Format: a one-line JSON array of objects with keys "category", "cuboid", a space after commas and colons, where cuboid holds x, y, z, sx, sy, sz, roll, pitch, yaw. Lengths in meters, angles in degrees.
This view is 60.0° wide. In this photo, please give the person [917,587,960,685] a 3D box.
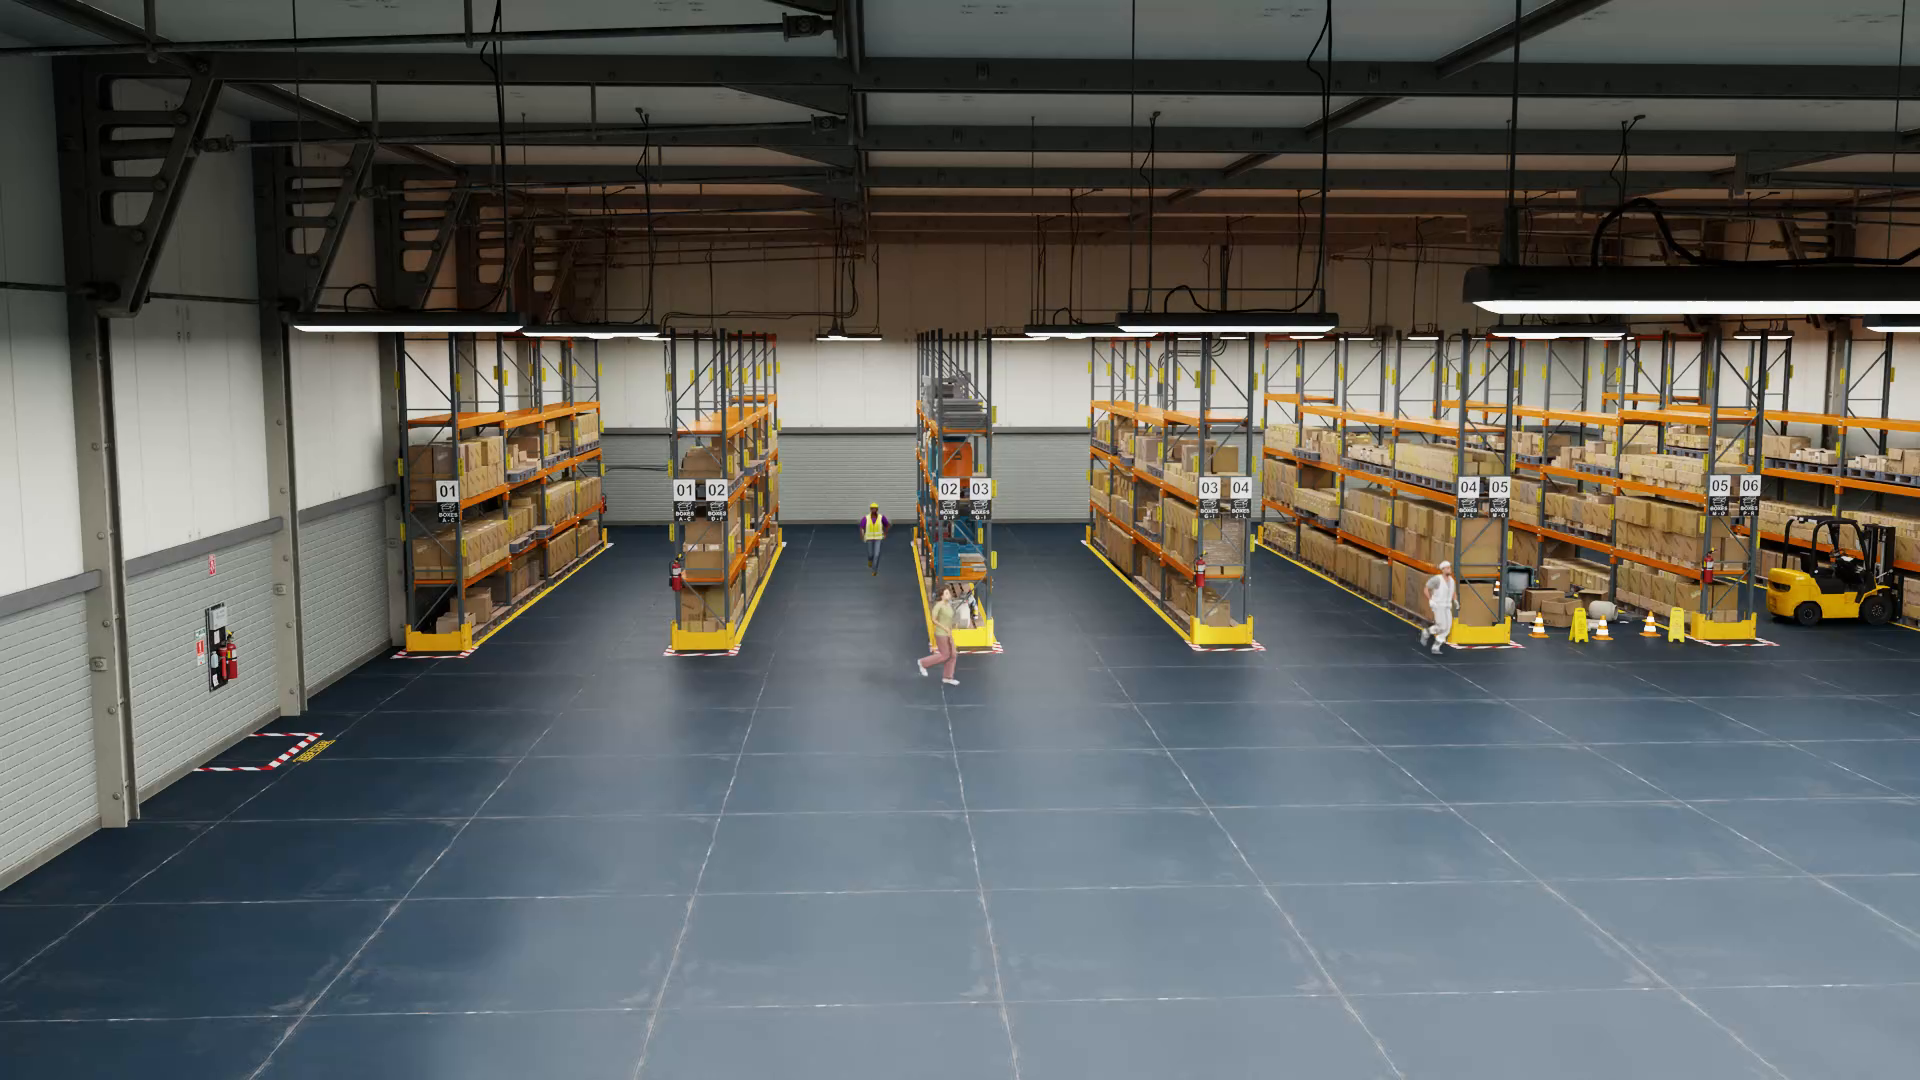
[{"category": "person", "cuboid": [-0.327, 1.617, 28.174, 0.726, 1.634, 0.584, 3, 7, 25]}]

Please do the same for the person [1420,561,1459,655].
[{"category": "person", "cuboid": [8.957, 1.246, 30.903, 0.686, 1.723, 0.580, -4, 8, -30]}]

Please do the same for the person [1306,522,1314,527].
[{"category": "person", "cuboid": [10.200, -0.920, 49.221, 0.741, 1.742, 0.580, -1, 7, -6]}]

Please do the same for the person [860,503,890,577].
[{"category": "person", "cuboid": [-1.997, -0.010, 39.001, 0.712, 1.727, 0.742, 0, 7, -2]}]

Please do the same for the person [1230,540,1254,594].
[{"category": "person", "cuboid": [6.548, 0.393, 38.543, 0.552, 1.607, 0.884, -1, 7, -10]}]
